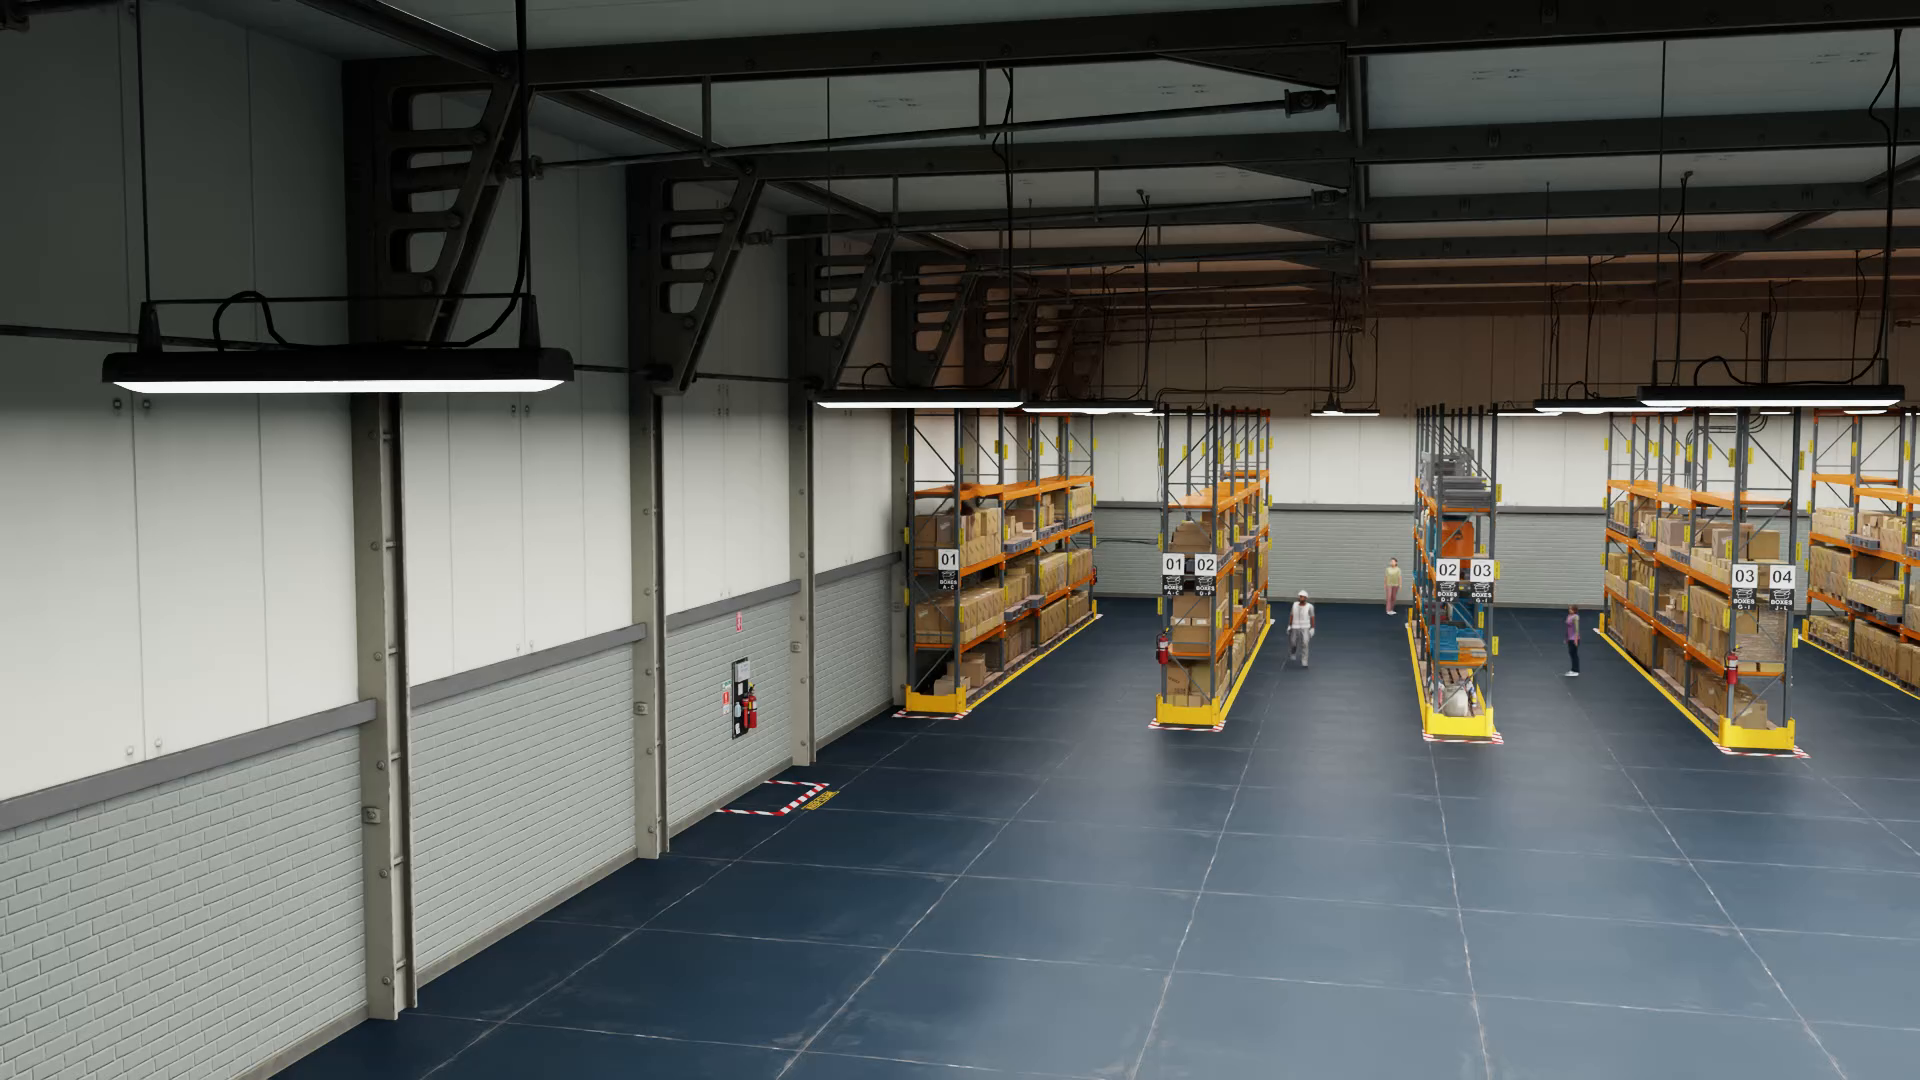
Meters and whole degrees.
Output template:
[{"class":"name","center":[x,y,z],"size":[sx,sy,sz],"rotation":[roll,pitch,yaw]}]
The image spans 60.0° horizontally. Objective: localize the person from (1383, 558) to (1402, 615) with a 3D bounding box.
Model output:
[{"class":"person","center":[12.677,1.364,48.613],"size":[0.505,1.668,0.629],"rotation":[0,4,-5]}]

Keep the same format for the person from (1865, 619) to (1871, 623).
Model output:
[{"class":"person","center":[24.870,1.619,45.370],"size":[0.597,1.625,0.425],"rotation":[0,4,-3]}]

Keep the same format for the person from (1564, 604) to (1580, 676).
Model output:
[{"class":"person","center":[13.632,2.222,37.053],"size":[0.326,1.604,0.437],"rotation":[0,4,5]}]

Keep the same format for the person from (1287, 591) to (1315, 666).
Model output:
[{"class":"person","center":[7.914,2.038,38.608],"size":[0.627,1.735,0.923],"rotation":[1,4,11]}]
